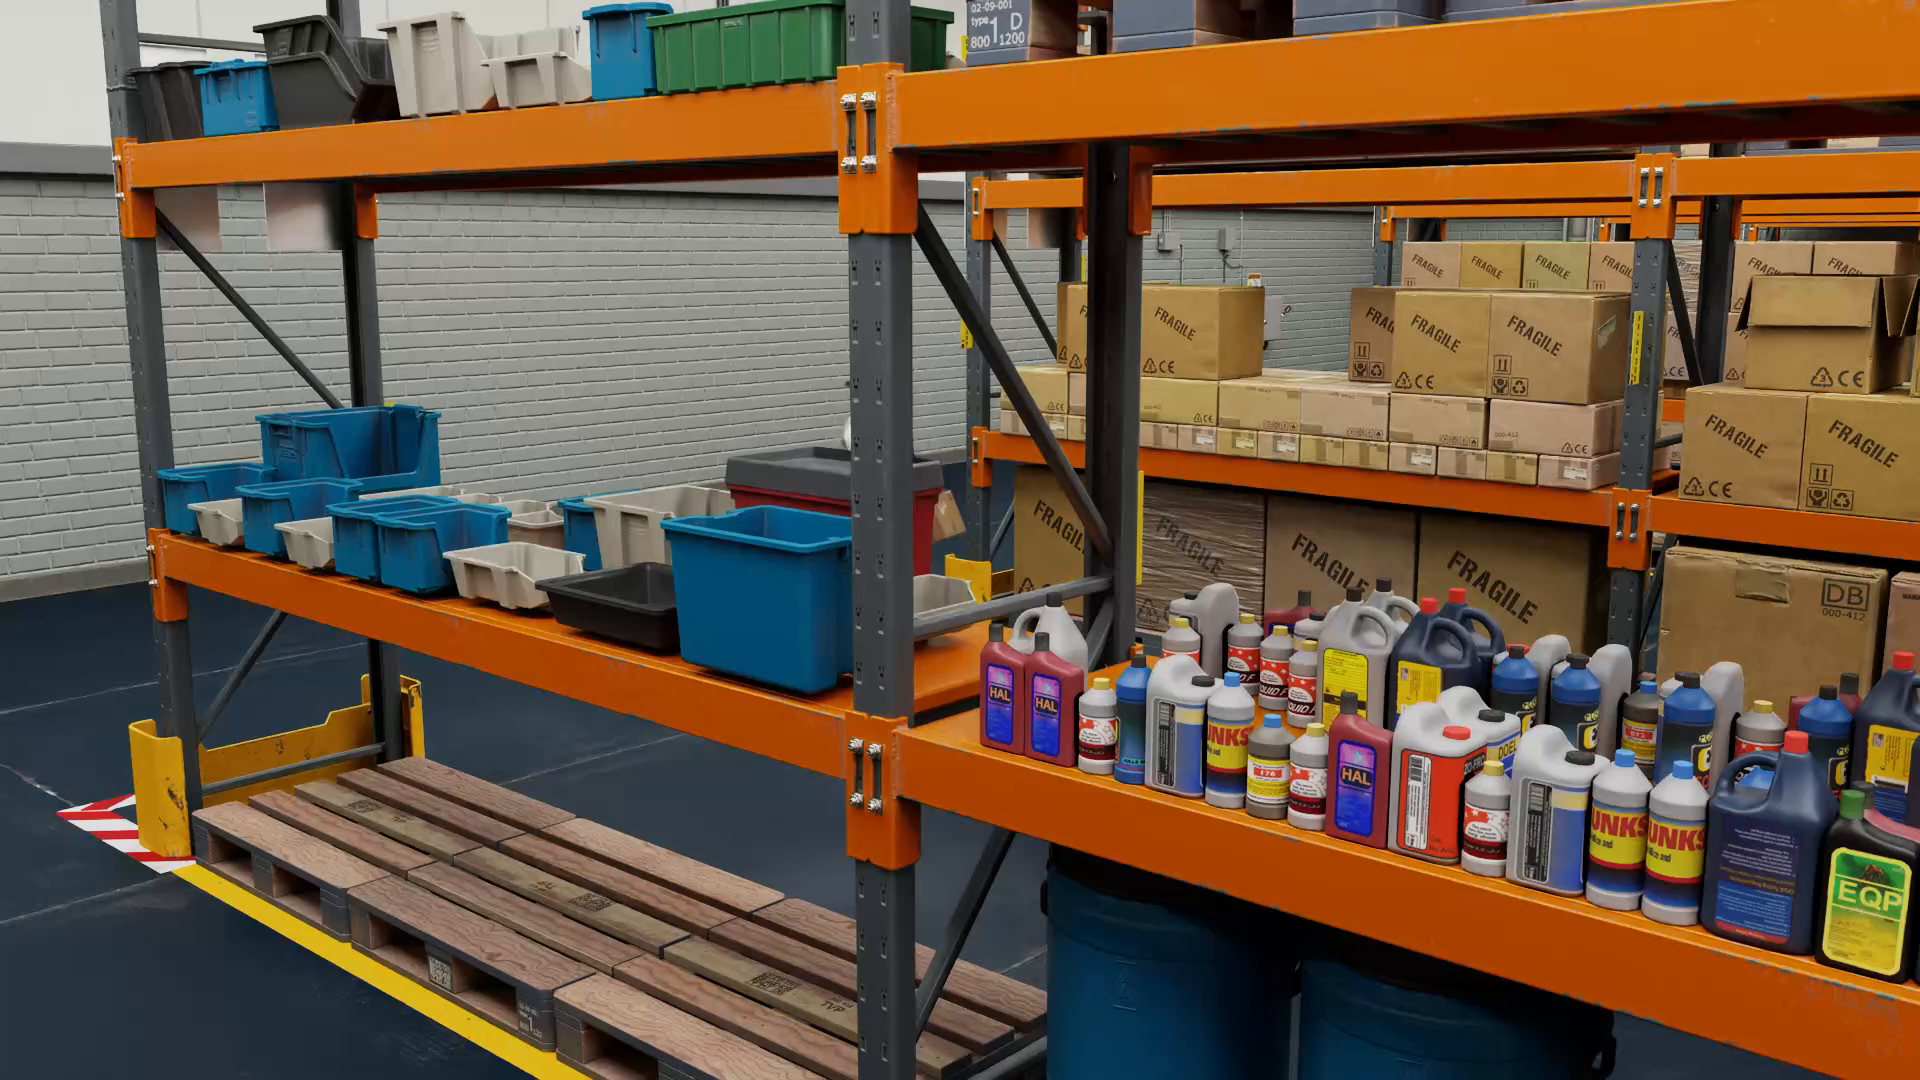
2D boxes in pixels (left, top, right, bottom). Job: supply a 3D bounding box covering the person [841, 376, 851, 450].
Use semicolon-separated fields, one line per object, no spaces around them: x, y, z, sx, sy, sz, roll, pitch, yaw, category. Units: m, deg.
-0.402;-0.118;9.441;0.528;1.787;0.561;2;10;11;person
